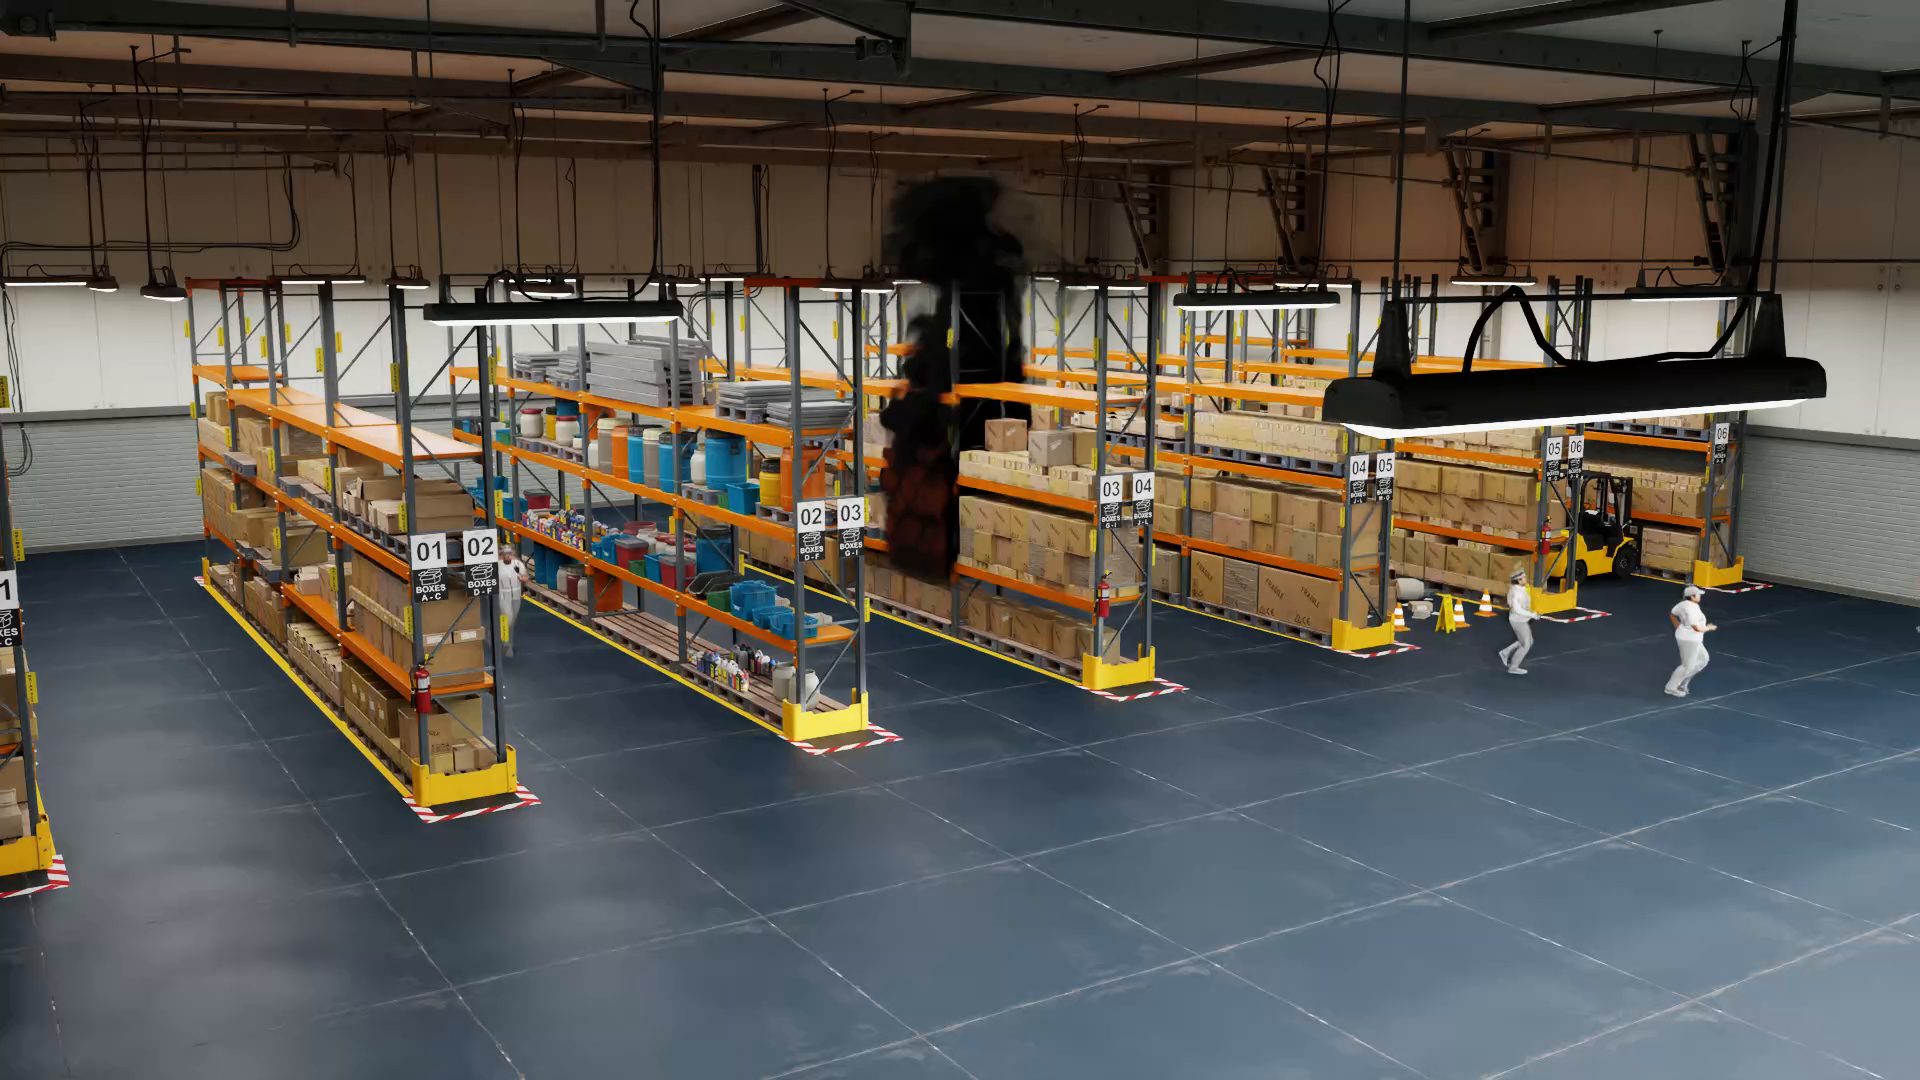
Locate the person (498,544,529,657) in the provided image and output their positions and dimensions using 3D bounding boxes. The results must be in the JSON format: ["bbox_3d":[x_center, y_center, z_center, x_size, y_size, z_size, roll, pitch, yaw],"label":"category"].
[{"bbox_3d":[-7.312,0.971,27.031,0.626,1.863,0.785,-7,12,-34],"label":"person"}]

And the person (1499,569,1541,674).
[{"bbox_3d":[8.628,1.248,25.615,0.566,1.650,0.610,2,10,14],"label":"person"}]

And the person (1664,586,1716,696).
[{"bbox_3d":[10.663,1.478,24.254,0.652,1.651,0.582,2,10,13],"label":"person"}]
